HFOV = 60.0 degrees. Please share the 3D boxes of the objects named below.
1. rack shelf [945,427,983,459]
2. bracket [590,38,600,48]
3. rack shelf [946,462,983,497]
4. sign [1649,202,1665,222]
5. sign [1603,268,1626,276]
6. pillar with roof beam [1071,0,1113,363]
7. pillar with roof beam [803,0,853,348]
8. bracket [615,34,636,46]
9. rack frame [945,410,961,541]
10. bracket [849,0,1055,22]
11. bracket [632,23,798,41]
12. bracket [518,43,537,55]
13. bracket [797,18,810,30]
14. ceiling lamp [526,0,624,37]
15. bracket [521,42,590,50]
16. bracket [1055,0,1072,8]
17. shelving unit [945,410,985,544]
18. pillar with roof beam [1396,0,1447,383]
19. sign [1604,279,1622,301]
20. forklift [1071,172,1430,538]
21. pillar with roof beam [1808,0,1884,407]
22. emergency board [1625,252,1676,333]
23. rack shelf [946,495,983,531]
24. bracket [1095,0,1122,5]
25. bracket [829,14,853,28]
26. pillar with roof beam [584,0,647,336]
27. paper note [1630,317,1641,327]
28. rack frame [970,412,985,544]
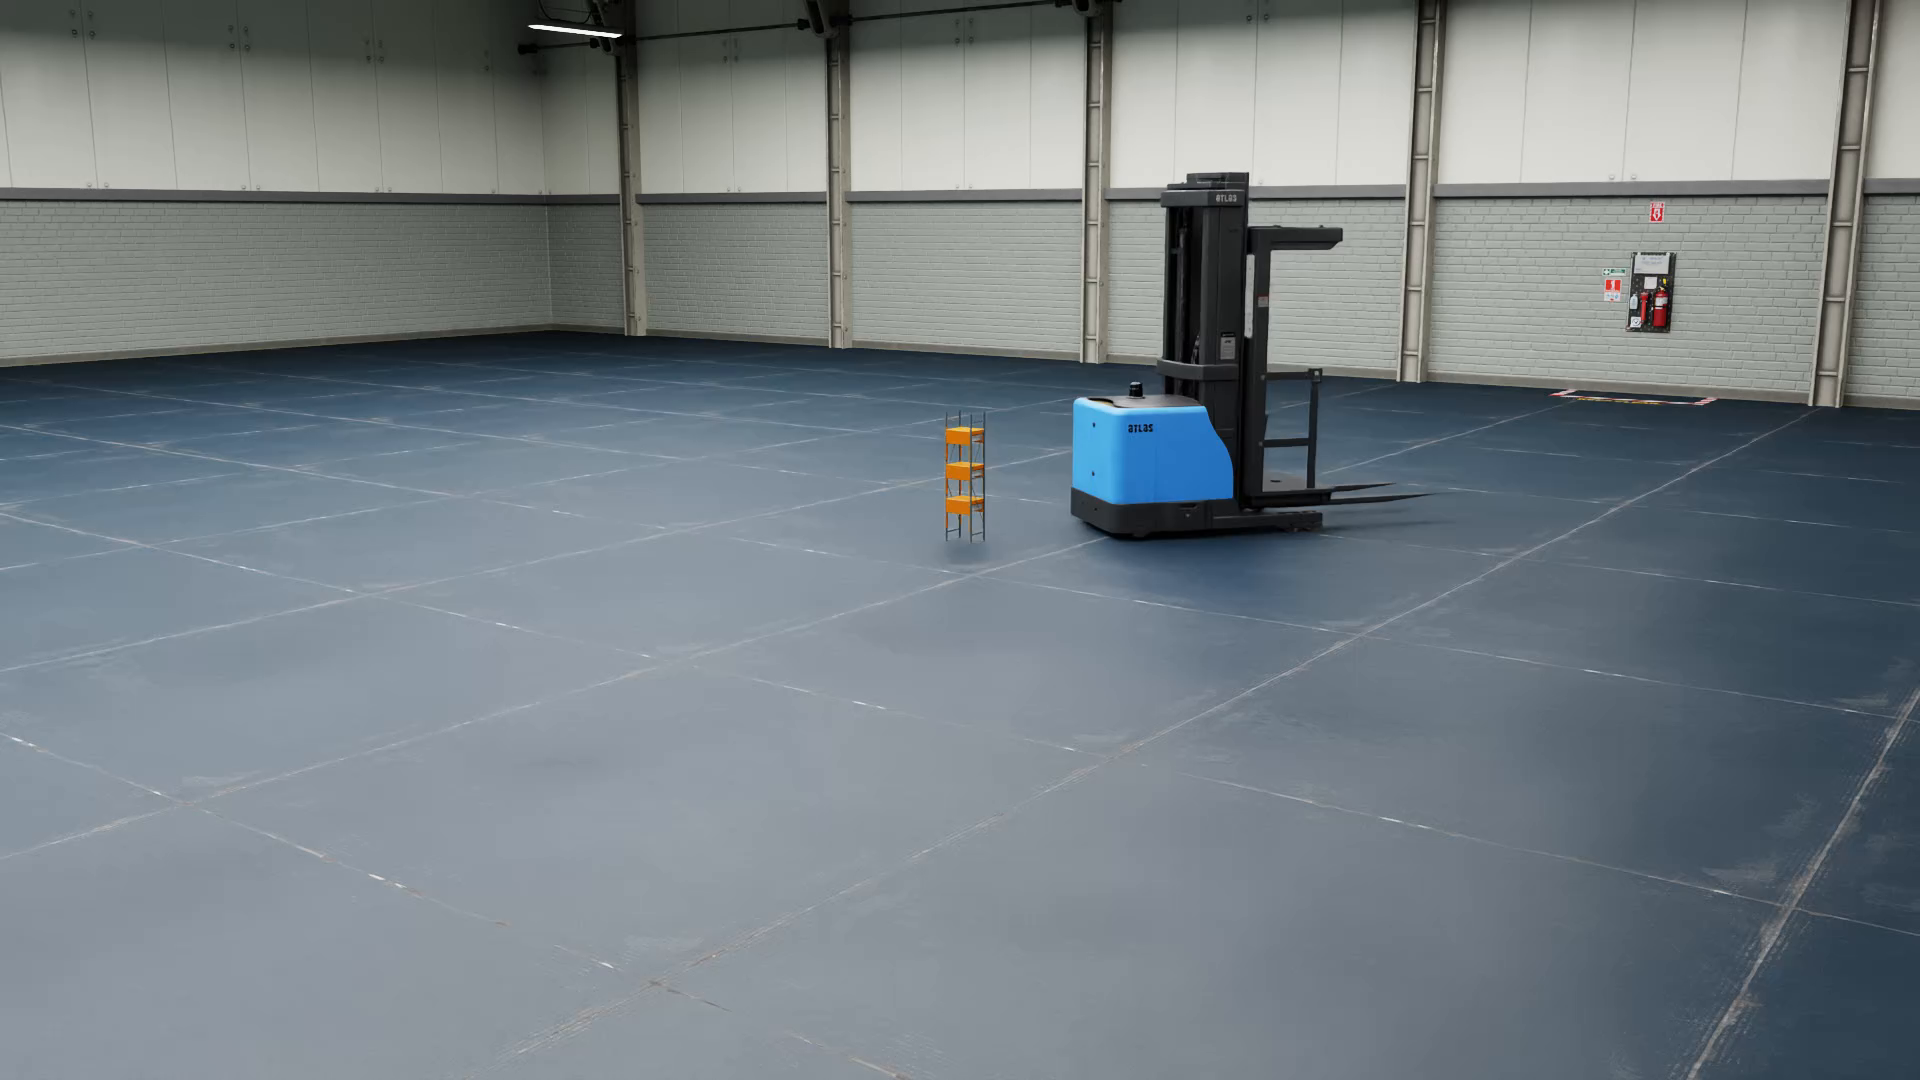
[{"bbox_3d":[0.043,-0.778,13.347,0.240,0.259,0.215,8,13,36],"label":"rack shelf"},{"bbox_3d":[-7.792,-10.754,35.951,0.430,0.232,0.235,8,13,36],"label":"bracket"},{"bbox_3d":[0.043,-0.499,13.401,0.240,0.259,0.215,8,13,36],"label":"rack shelf"},{"bbox_3d":[10.180,-4.789,24.284,0.199,0.298,0.001,8,13,36],"label":"sign"},{"bbox_3d":[9.741,-3.989,24.761,0.331,0.109,0.001,8,13,36],"label":"sign"},{"bbox_3d":[-0.123,-6.987,25.952,0.548,9.000,9.100,8,13,36],"label":"pillar with roof beam"},{"bbox_3d":[-4.959,-7.661,29.439,0.548,9.000,9.100,8,13,36],"label":"pillar with roof beam"},{"bbox_3d":[-7.123,-10.661,35.468,0.430,0.232,0.235,8,13,36],"label":"bracket"},{"bbox_3d":[-0.055,-0.523,13.470,0.008,1.050,0.200,8,13,36],"label":"rack frame"},{"bbox_3d":[-0.210,-9.697,30.484,4.783,0.066,0.076,8,13,36],"label":"bracket"},{"bbox_3d":[-5.046,-10.371,33.971,4.783,0.066,0.076,8,13,36],"label":"bracket"},{"bbox_3d":[-9.702,-11.021,37.328,0.430,0.232,0.235,8,13,36],"label":"bracket"},{"bbox_3d":[-2.956,-10.080,32.464,0.430,0.232,0.235,8,13,36],"label":"bracket"},{"bbox_3d":[-7.069,-10.667,29.607,0.800,3.185,2.000,8,13,36],"label":"ceiling lamp"},{"bbox_3d":[-9.226,-10.954,36.985,3.189,0.066,0.076,8,13,36],"label":"bracket"},{"bbox_3d":[1.880,-9.405,28.977,0.430,0.232,0.235,8,13,36],"label":"bracket"},{"bbox_3d":[0.043,-0.509,13.399,0.252,1.050,0.215,8,13,36],"label":"shelving unit"},{"bbox_3d":[4.713,-6.312,22.465,0.400,9.000,9.100,8,13,36],"label":"pillar with roof beam"},{"bbox_3d":[9.743,-3.730,24.821,0.234,0.329,0.001,8,13,36],"label":"sign"},{"bbox_3d":[2.528,-1.594,14.051,3.031,2.935,1.130,-3,11,-17],"label":"forklift"},{"bbox_3d":[9.549,-5.638,18.978,0.400,9.000,9.100,8,13,36],"label":"pillar with roof beam"},{"bbox_3d":[10.128,-3.635,24.421,0.643,1.169,0.194,8,13,36],"label":"emergency board"},{"bbox_3d":[0.043,-0.226,13.454,0.240,0.259,0.215,8,13,36],"label":"rack shelf"},{"bbox_3d":[2.549,-9.312,28.495,0.430,0.232,0.235,8,13,36],"label":"bracket"},{"bbox_3d":[-2.287,-9.986,31.981,0.430,0.232,0.235,8,13,36],"label":"bracket"},{"bbox_3d":[-9.796,-8.336,32.926,0.548,9.000,9.100,8,13,36],"label":"pillar with roof beam"},{"bbox_3d":[10.026,-3.233,24.662,0.142,0.148,0.016,8,13,36],"label":"paper note"},{"bbox_3d":[0.141,-0.496,13.328,0.008,1.050,0.200,8,13,36],"label":"rack frame"}]
